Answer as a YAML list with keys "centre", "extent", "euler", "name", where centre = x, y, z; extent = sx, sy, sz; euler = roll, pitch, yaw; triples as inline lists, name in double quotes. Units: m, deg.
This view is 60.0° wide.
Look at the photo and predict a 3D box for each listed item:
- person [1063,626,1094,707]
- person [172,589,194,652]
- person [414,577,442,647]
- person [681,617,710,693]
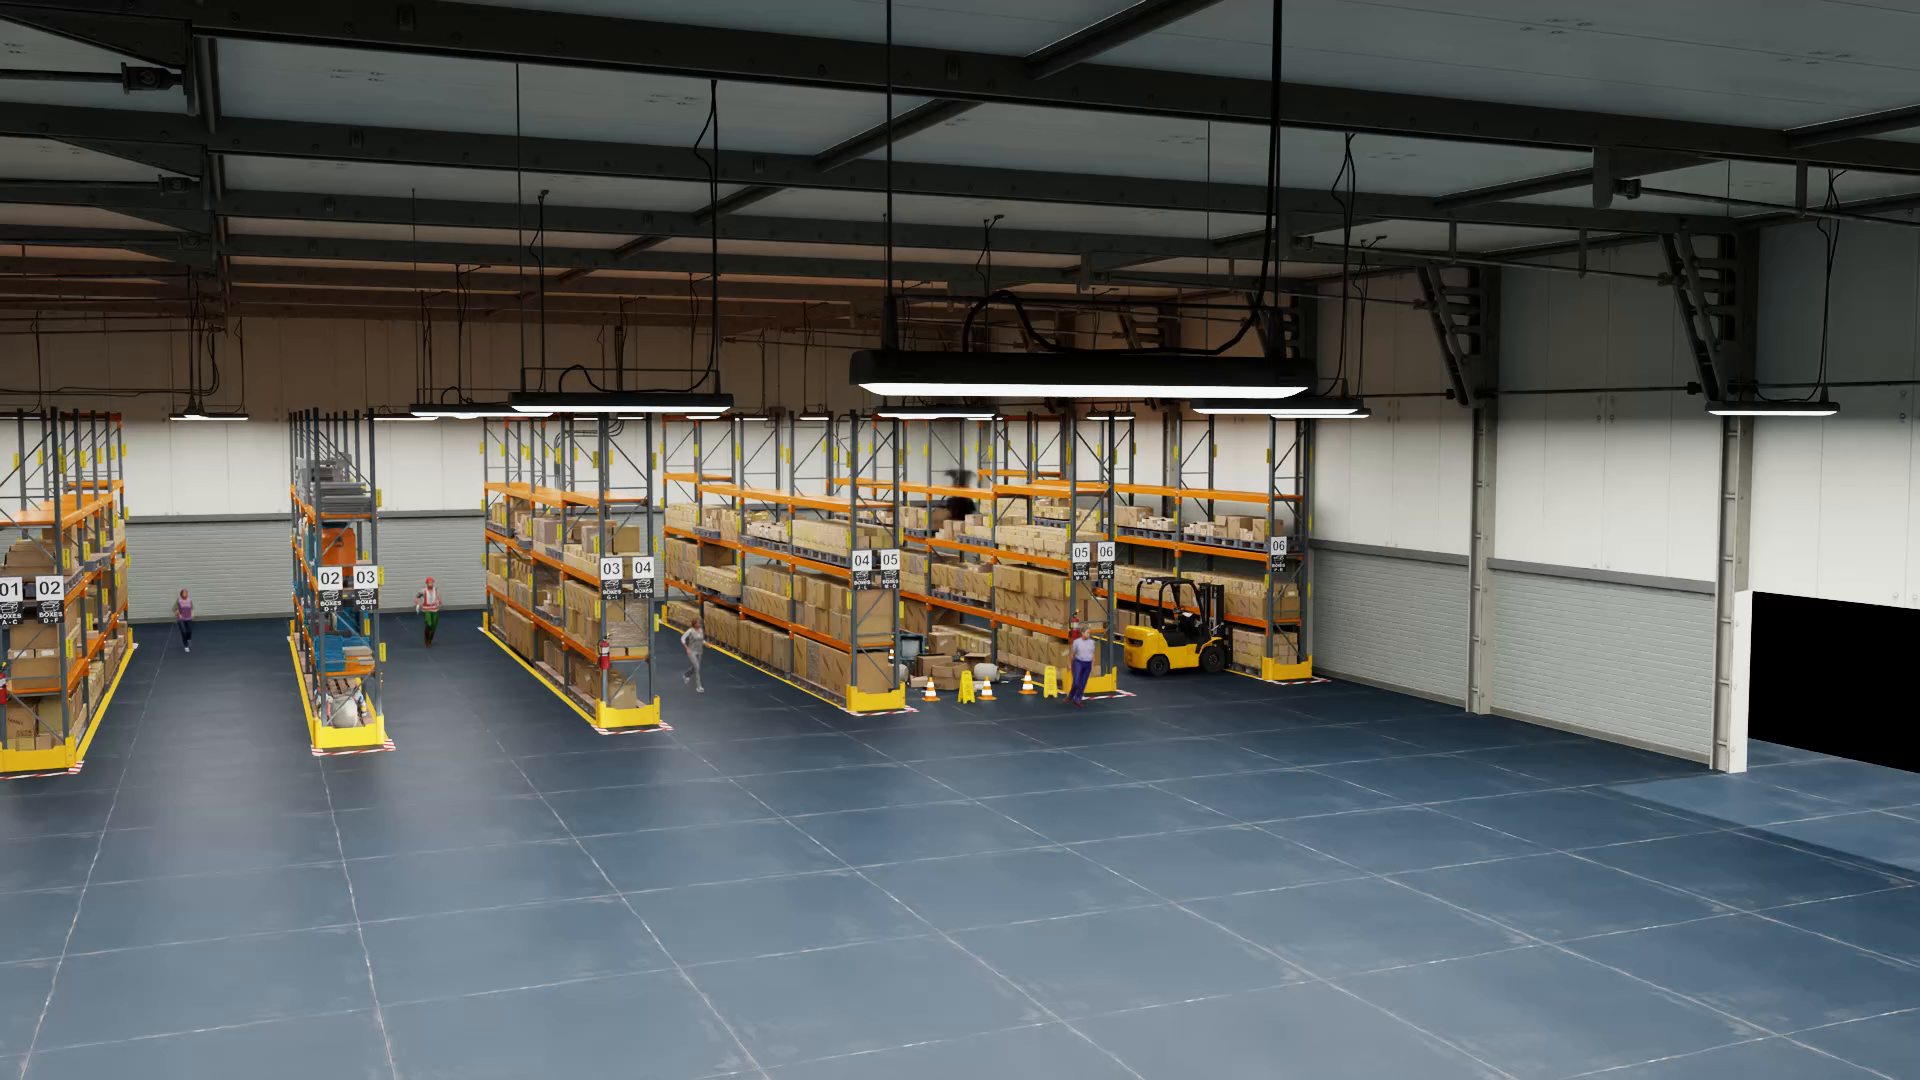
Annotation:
- centre: [2.409, 2.552, 33.507]
  extent: [0.616, 1.631, 0.461]
  euler: [-2, 4, -24]
  name: "person"
- centre: [-19.532, 2.021, 41.854]
  extent: [0.533, 1.571, 0.578]
  euler: [-3, 5, -36]
  name: "person"
- centre: [-13.557, 1.849, 42.554]
  extent: [0.648, 1.783, 0.699]
  euler: [-3, 5, -36]
  name: "person"
- centre: [-5.736, 2.444, 35.666]
  extent: [0.844, 1.589, 0.519]
  euler: [4, 5, 43]
  name: "person"
